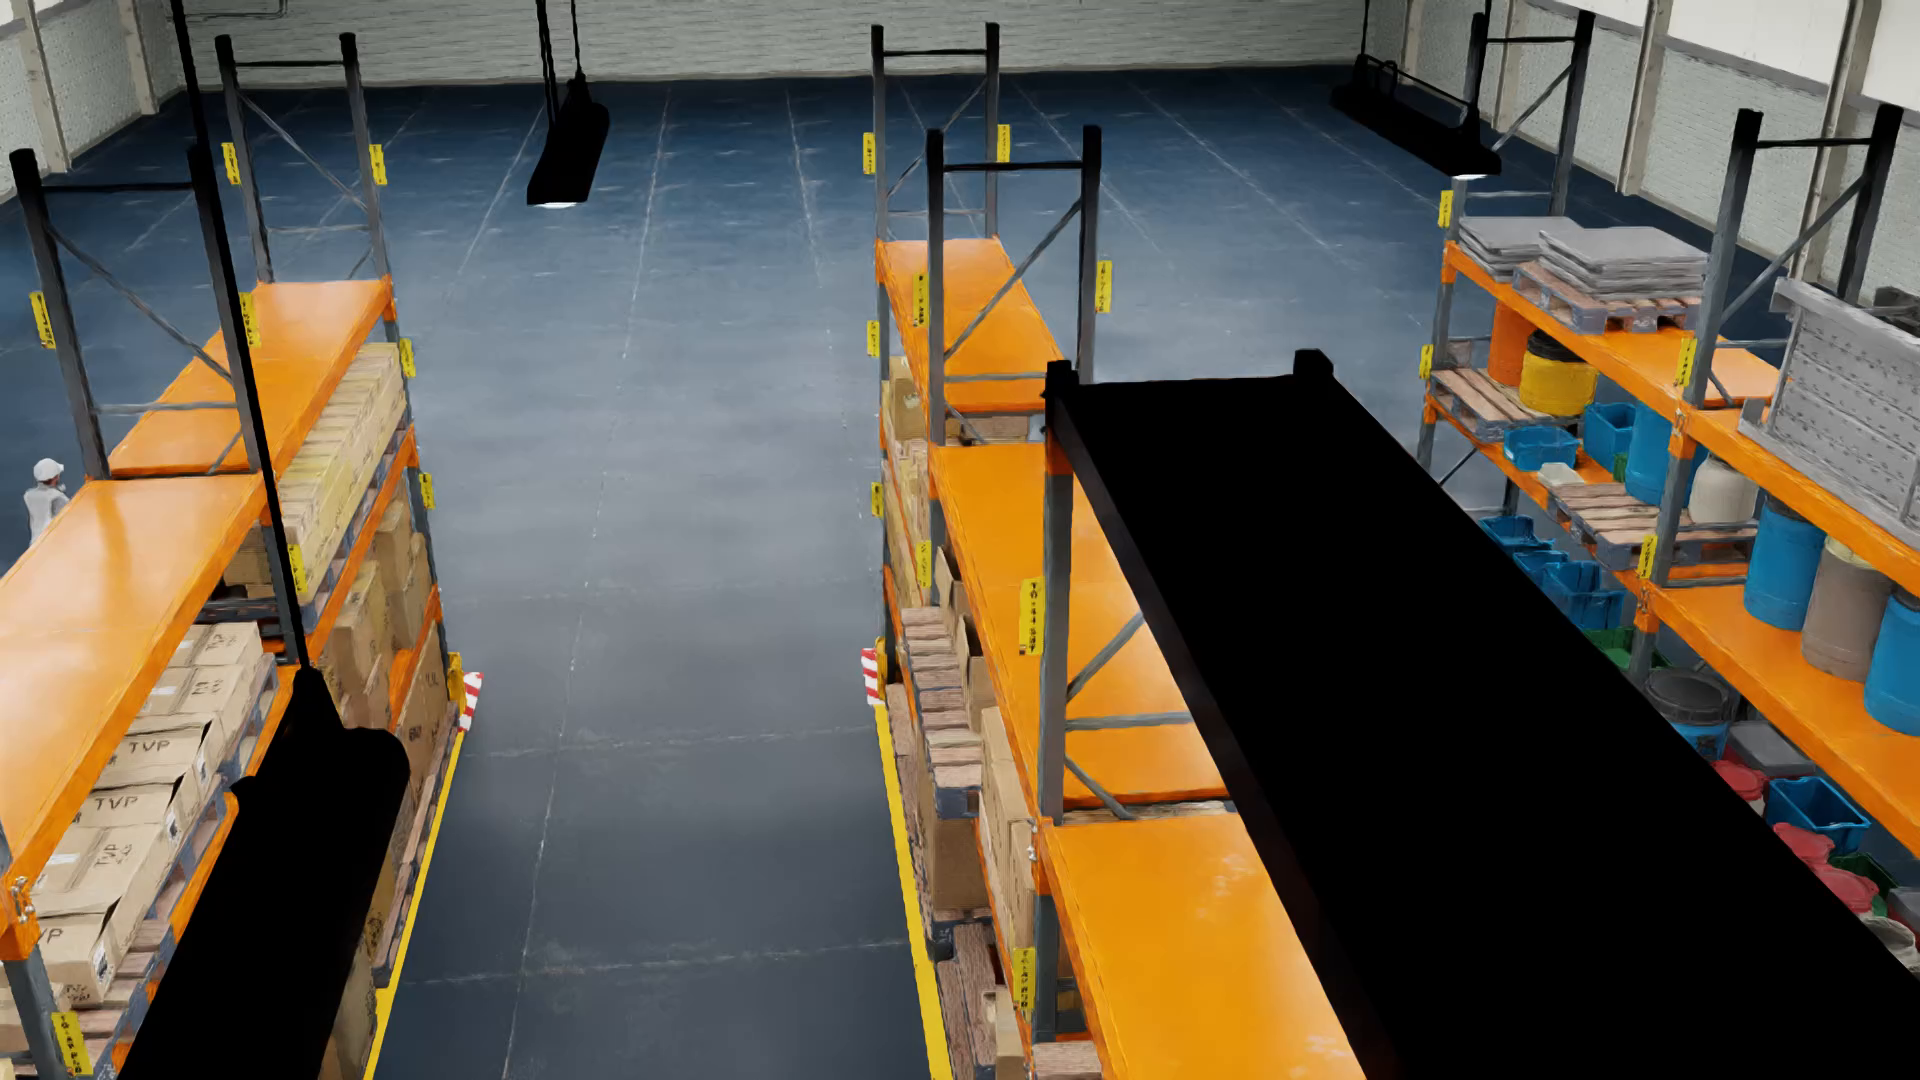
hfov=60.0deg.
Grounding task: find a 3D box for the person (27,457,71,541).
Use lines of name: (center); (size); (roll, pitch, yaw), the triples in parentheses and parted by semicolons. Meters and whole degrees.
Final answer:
person: (-8.948, 0.029, 16.462); (0.573, 1.721, 0.957); (7, 26, 14)
